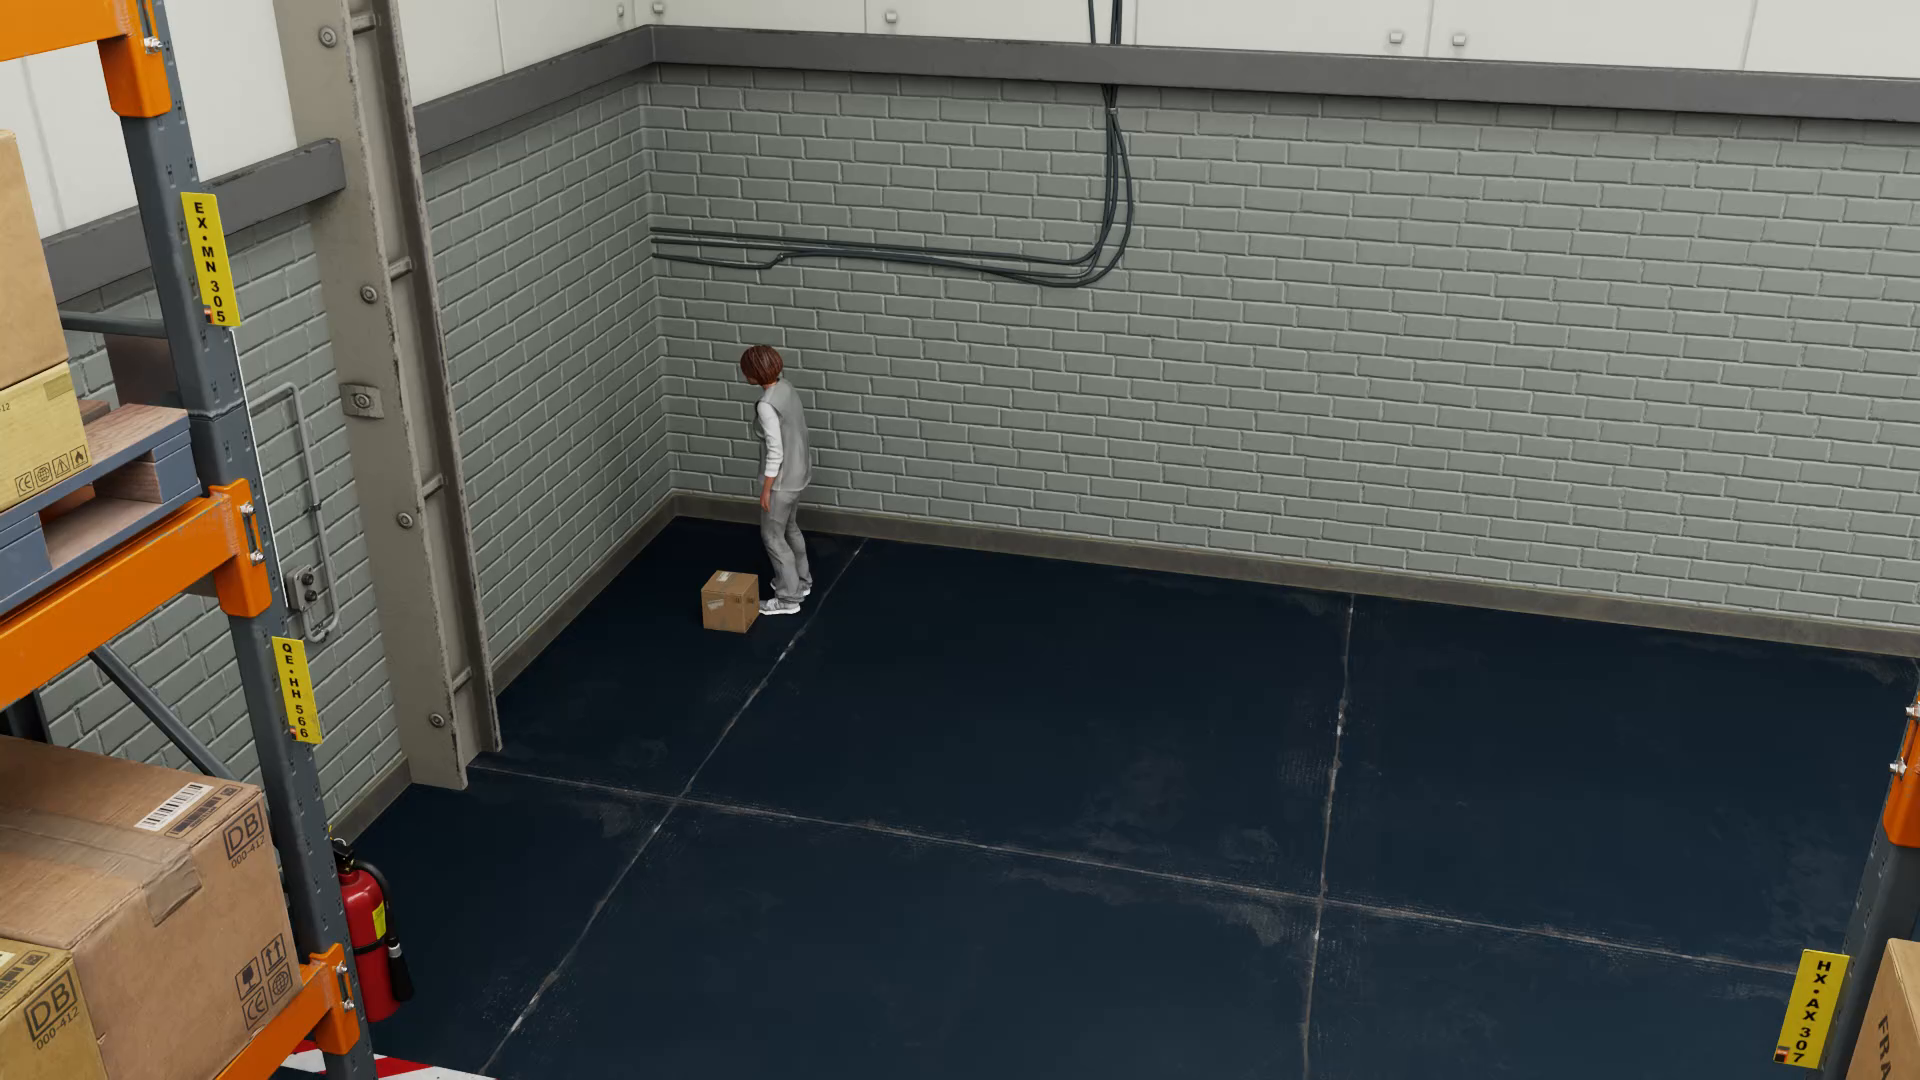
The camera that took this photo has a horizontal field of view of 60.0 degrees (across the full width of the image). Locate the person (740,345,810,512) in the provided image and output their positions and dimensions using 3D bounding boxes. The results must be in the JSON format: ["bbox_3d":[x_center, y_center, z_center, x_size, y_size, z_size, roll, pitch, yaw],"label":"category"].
[{"bbox_3d":[-1.019,-0.641,9.174,0.330,0.912,0.464,5,26,10],"label":"person"}]
